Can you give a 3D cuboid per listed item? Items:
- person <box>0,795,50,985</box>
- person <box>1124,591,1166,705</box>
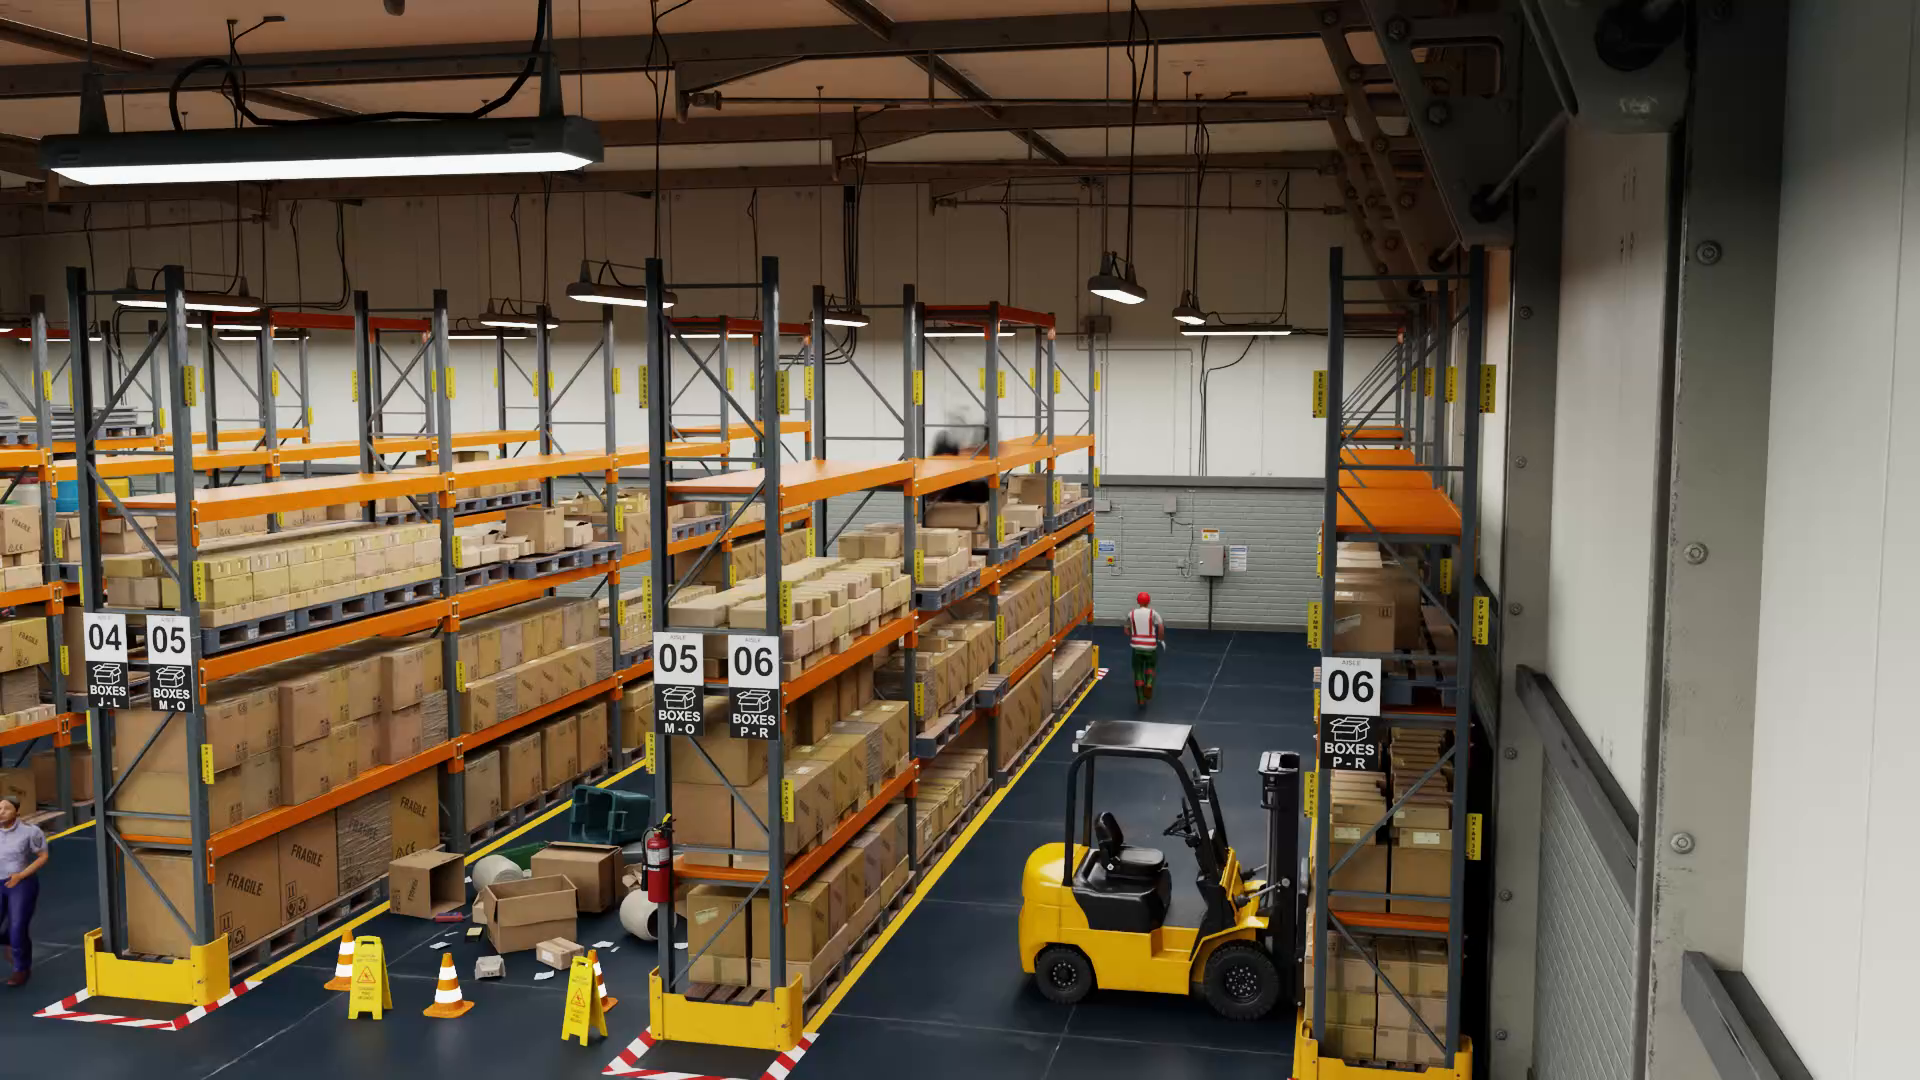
[{"bbox_3d":[-8.035,2.962,14.075,0.608,1.591,0.549,-1,6,-5],"label":"person"},{"bbox_3d":[2.893,1.663,25.983,0.662,1.735,0.674,1,6,11],"label":"person"}]
